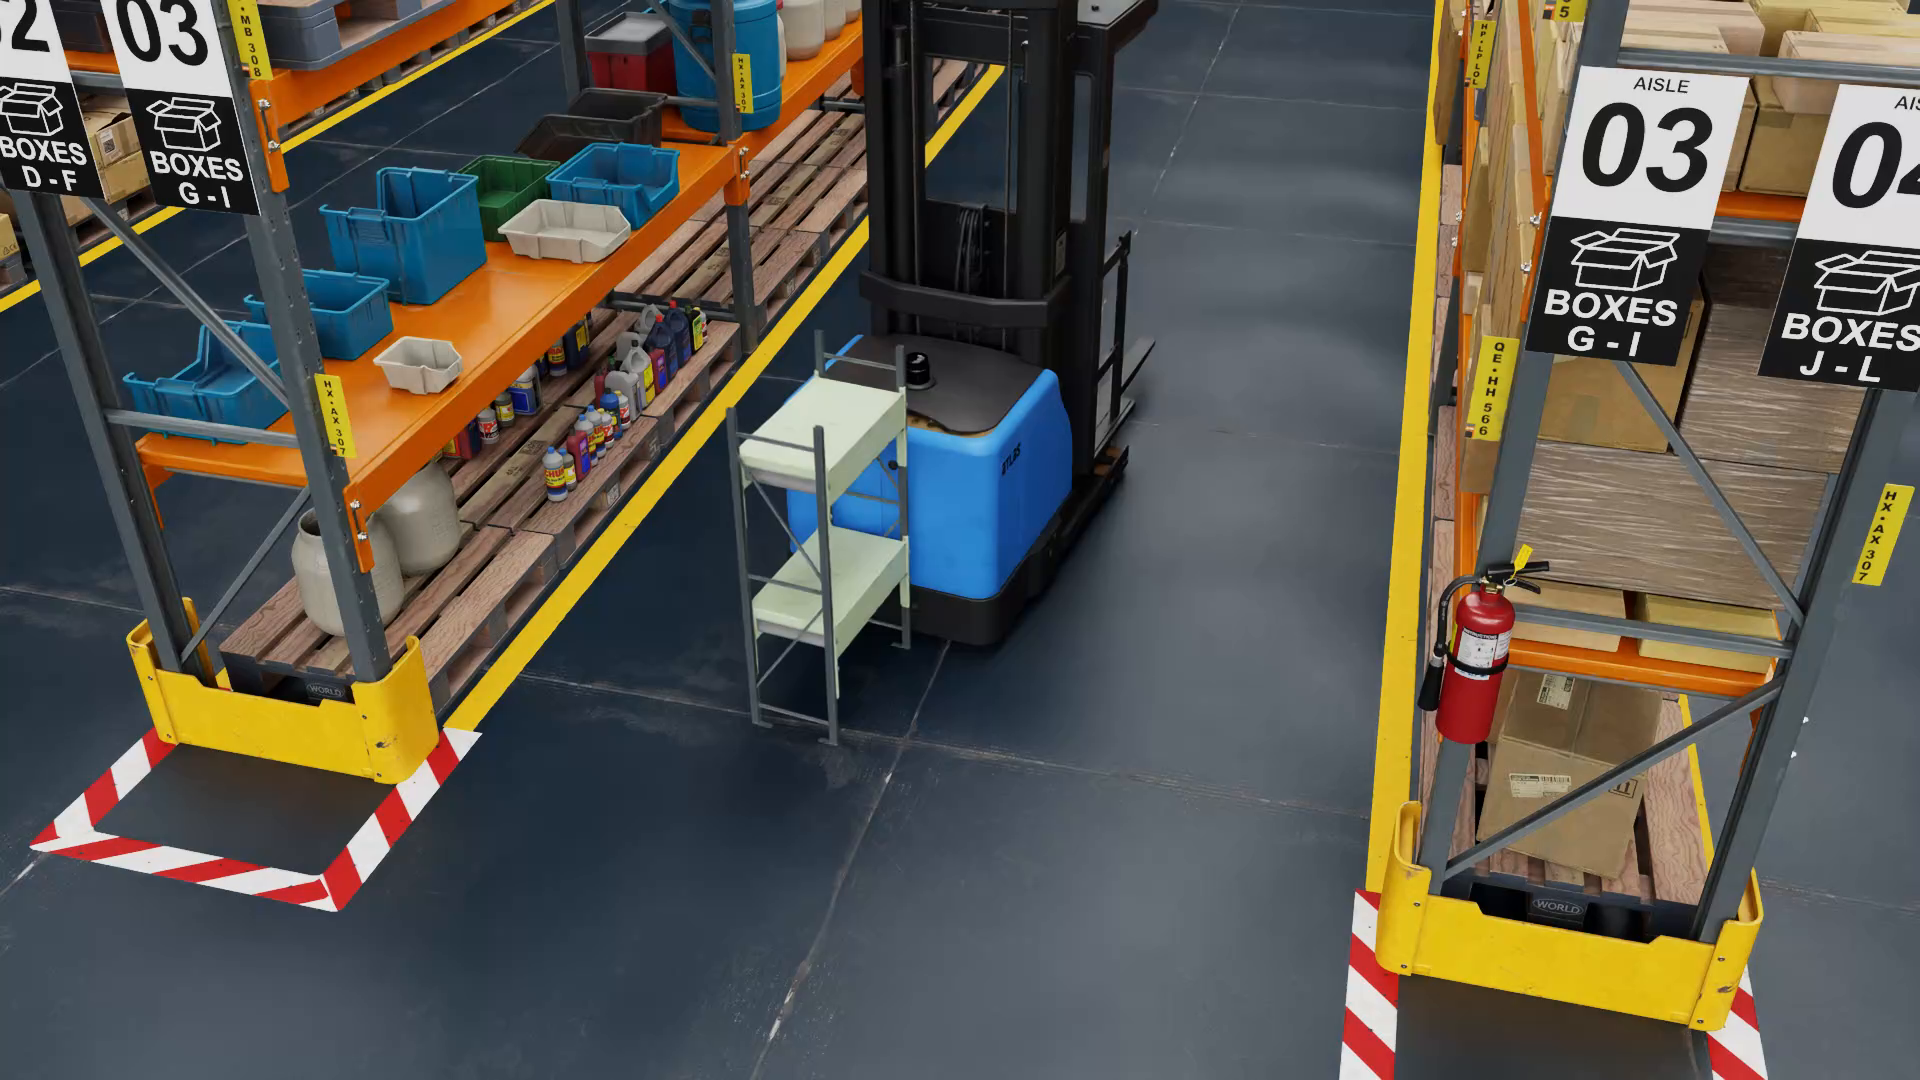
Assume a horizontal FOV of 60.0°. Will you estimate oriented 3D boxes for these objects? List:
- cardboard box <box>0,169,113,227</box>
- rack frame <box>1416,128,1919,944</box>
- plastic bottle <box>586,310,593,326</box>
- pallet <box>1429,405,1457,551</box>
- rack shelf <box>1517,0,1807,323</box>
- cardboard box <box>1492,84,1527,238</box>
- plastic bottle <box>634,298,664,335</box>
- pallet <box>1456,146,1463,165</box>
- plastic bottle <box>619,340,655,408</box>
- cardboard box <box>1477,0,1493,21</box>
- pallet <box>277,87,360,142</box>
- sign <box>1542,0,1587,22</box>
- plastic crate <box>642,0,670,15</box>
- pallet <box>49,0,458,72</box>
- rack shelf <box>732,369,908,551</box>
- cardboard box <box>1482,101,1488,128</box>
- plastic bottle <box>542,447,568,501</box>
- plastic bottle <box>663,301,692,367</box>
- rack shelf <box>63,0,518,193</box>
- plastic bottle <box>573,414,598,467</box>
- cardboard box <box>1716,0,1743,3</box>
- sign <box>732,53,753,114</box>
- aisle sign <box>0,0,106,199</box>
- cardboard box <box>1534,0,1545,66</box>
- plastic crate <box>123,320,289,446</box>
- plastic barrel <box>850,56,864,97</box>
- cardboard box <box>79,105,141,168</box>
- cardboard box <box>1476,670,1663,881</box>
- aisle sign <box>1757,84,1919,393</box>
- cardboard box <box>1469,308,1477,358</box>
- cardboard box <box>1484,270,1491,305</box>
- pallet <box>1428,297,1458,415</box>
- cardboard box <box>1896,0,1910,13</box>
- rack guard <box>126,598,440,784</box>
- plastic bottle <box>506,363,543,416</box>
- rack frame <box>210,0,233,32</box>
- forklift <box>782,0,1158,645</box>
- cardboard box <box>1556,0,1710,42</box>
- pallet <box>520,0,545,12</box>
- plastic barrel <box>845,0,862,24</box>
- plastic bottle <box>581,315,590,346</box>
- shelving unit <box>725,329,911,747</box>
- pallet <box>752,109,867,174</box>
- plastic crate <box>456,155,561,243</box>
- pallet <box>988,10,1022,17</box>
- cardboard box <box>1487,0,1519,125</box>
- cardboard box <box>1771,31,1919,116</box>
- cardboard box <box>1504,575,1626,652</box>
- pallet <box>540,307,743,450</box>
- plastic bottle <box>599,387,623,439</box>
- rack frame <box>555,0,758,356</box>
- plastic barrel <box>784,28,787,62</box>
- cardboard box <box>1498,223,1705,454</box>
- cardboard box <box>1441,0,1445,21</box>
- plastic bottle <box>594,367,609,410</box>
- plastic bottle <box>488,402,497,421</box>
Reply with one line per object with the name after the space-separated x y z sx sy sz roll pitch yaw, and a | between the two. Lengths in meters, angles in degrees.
-6.172 -2.341 11.309 0.500 0.250 0.500 7 33 11 | cardboard box
2.052 0.277 5.018 1.000 3.000 0.127 8 33 12 | rack frame
-2.228 -1.401 9.791 0.097 0.271 0.097 0 32 0 | plastic bottle
2.931 -0.268 8.475 1.003 0.211 1.213 8 33 12 | pallet
2.560 -1.723 6.039 1.077 0.370 4.000 8 33 12 | rack shelf
2.338 -1.409 6.368 0.500 0.500 0.500 8 33 12 | cardboard box
-1.747 -1.187 9.380 0.144 0.351 0.185 8 33 12 | plastic bottle
4.355 -3.096 12.924 1.003 0.211 1.213 8 33 12 | pallet
-1.739 -0.900 8.929 0.144 0.351 0.185 8 33 12 | plastic bottle
3.435 -3.150 10.157 0.500 0.250 0.500 7 33 11 | cardboard box
-5.745 -3.626 13.757 1.003 0.211 1.213 8 33 12 | pallet
1.521 -1.448 4.111 0.100 0.325 0.005 8 33 12 | sign
-1.744 -3.081 10.315 0.392 0.384 0.575 8 33 12 | plastic crate
-2.434 -1.999 5.979 1.003 0.211 1.213 8 33 12 | pallet
-0.549 -0.332 6.646 0.431 0.370 0.720 13 35 19 | rack shelf
2.893 -1.741 7.822 0.875 0.500 0.500 8 33 12 | cardboard box
-1.977 -0.330 8.106 0.097 0.271 0.097 0 32 0 | plastic bottle
-1.608 -1.167 9.349 0.144 0.351 0.185 7 33 11 | plastic bottle
-2.231 -2.397 7.099 1.077 0.370 4.000 8 33 12 | rack shelf
-1.890 -0.508 8.385 0.097 0.271 0.097 0 32 0 | plastic bottle
2.679 -1.665 5.417 0.500 0.250 0.500 8 33 12 | cardboard box
-1.194 -2.509 9.143 0.100 0.325 0.005 8 33 12 | sign
-3.044 -1.497 5.386 0.394 0.787 0.004 8 33 12 | aisle sign
2.191 -1.734 5.526 0.500 0.250 0.500 9 33 13 | cardboard box
-2.901 -0.635 6.591 0.499 0.251 0.616 8 33 12 | plastic crate
-0.601 -4.066 13.481 0.600 0.830 0.708 8 33 12 | plastic barrel
-6.036 -2.842 11.574 0.500 0.311 0.500 8 33 12 | cardboard box
2.227 0.833 6.082 0.500 0.500 0.500 14 35 21 | cardboard box
2.327 -0.747 4.205 0.394 0.787 0.004 8 33 12 | aisle sign
2.354 -0.842 7.012 0.380 0.149 0.250 8 33 12 | cardboard box
2.398 -0.701 6.187 0.875 0.500 0.500 8 33 12 | cardboard box
3.264 -1.026 9.667 1.003 0.211 1.213 8 33 12 | pallet
2.588 -1.606 4.952 0.380 0.149 0.250 9 34 14 | cardboard box
-2.765 0.612 6.821 1.175 0.500 0.348 8 33 12 | rack guard
-2.336 -0.821 8.874 0.152 0.276 0.135 8 33 12 | plastic bottle
-2.738 -2.929 4.469 1.000 3.000 0.127 8 33 12 | rack frame
0.243 -1.548 7.953 1.130 2.935 3.031 13 35 19 | forklift
1.964 -1.556 4.874 0.380 0.149 0.250 7 33 10 | cardboard box
-4.653 -5.696 17.014 1.003 0.211 1.213 8 33 12 | pallet
-0.870 -3.814 11.349 0.421 0.512 0.421 0 32 0 | plastic barrel
-2.181 -1.221 9.496 0.061 0.283 0.133 8 33 12 | plastic bottle
-0.549 -0.002 6.856 0.431 1.500 0.755 13 35 19 | shelving unit
-0.942 -2.975 12.733 1.003 0.211 1.213 8 33 12 | pallet
-2.341 -1.717 8.353 0.450 0.188 0.662 8 33 12 | plastic crate
0.071 -5.053 16.001 1.003 0.211 1.213 8 33 12 | pallet
2.707 -2.189 7.595 0.500 0.500 0.500 8 33 12 | cardboard box
2.346 -1.205 4.322 0.380 0.149 0.250 8 33 12 | cardboard box
1.925 0.207 5.362 0.380 0.149 0.250 8 33 12 | cardboard box
-1.934 -0.953 9.552 1.003 0.211 1.213 8 33 12 | pallet
-1.813 -0.665 8.633 0.097 0.271 0.097 0 32 0 | plastic bottle
-1.723 -2.473 9.344 1.000 3.000 0.127 8 33 12 | rack frame
-1.239 -3.080 10.428 0.301 0.262 0.301 0 32 0 | plastic barrel
1.953 -0.631 5.145 0.500 0.500 0.500 8 33 12 | cardboard box
4.955 -4.896 14.744 1.225 0.875 0.875 8 33 13 | cardboard box
-1.887 -0.802 8.837 0.061 0.283 0.133 8 33 12 | plastic bottle
-2.533 -0.763 8.713 0.144 0.351 0.185 9 34 14 | plastic bottle
